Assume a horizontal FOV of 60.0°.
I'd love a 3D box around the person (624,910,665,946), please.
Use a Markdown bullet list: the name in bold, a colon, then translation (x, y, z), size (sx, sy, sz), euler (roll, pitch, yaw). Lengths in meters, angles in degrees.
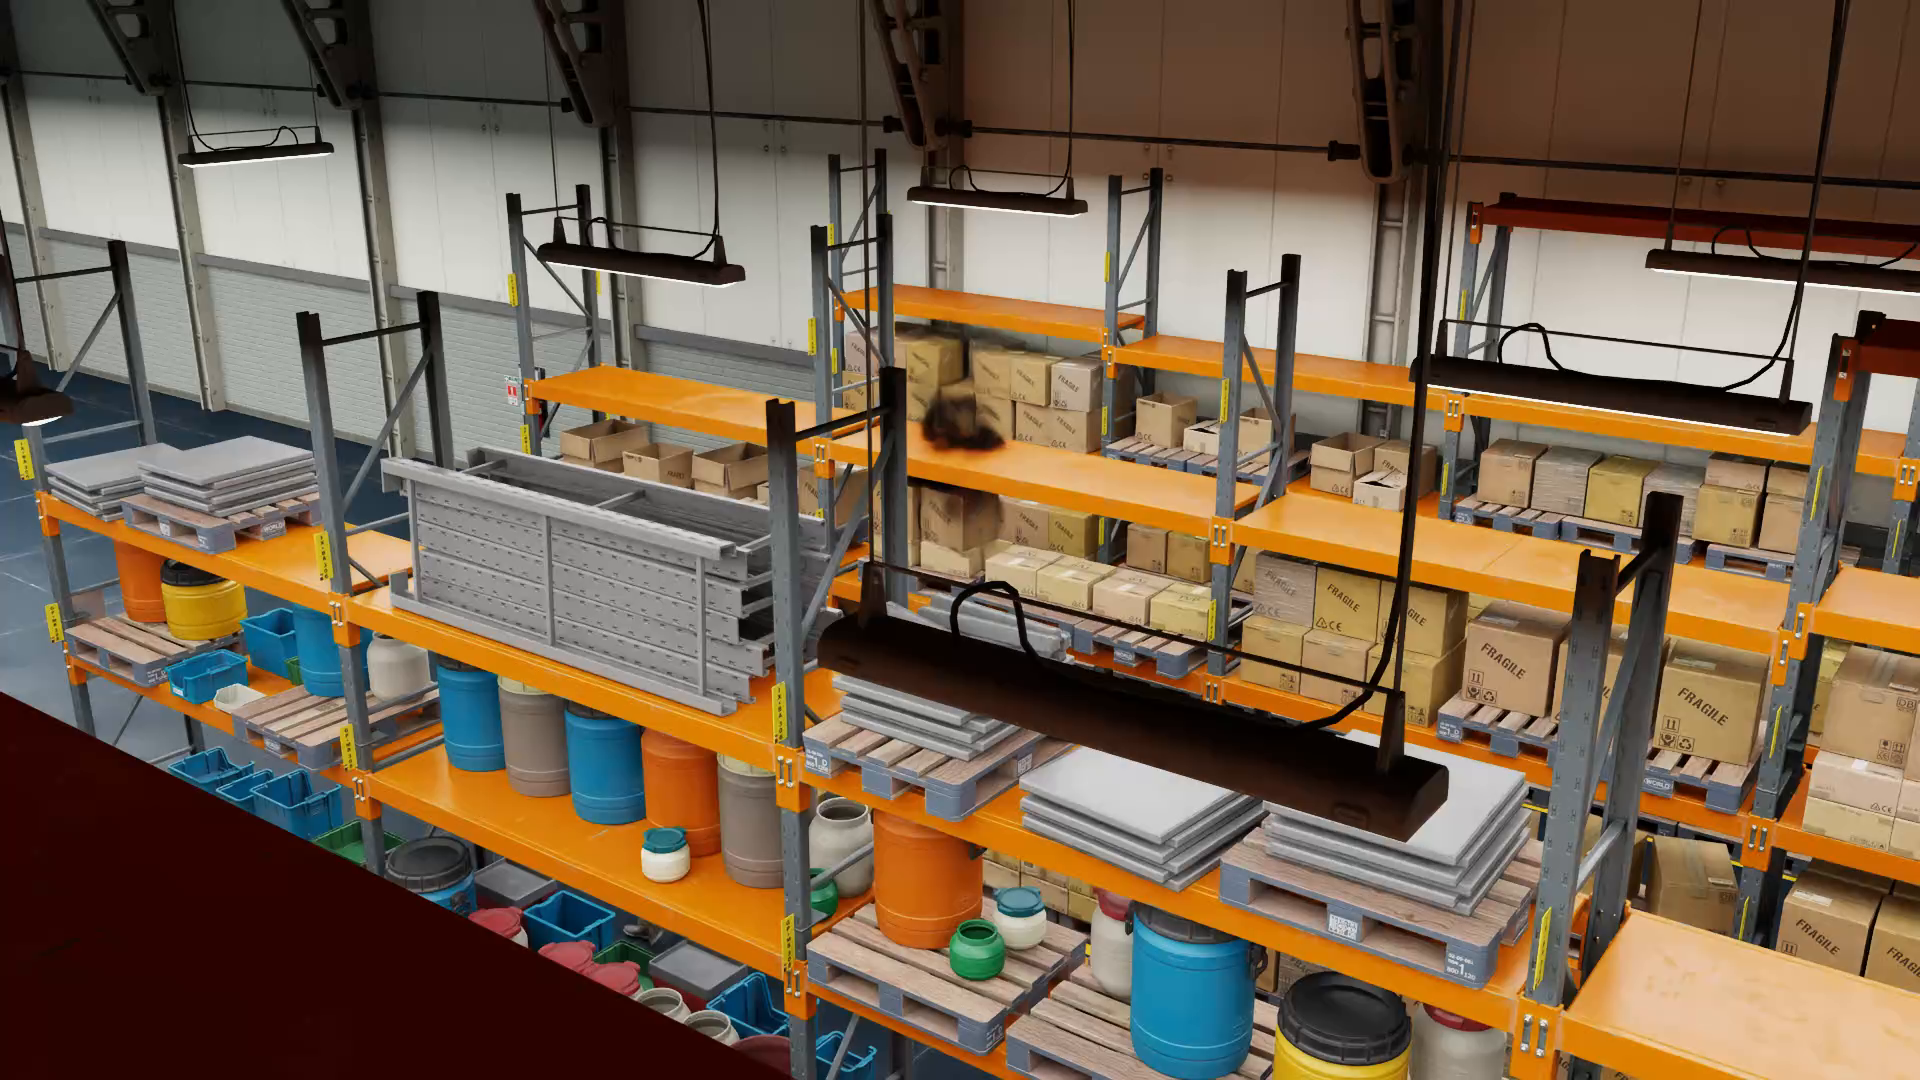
- **person**: translation (-2.742, 2.716, 14.354), size (0.628, 1.673, 0.661), euler (9, 20, 25)
